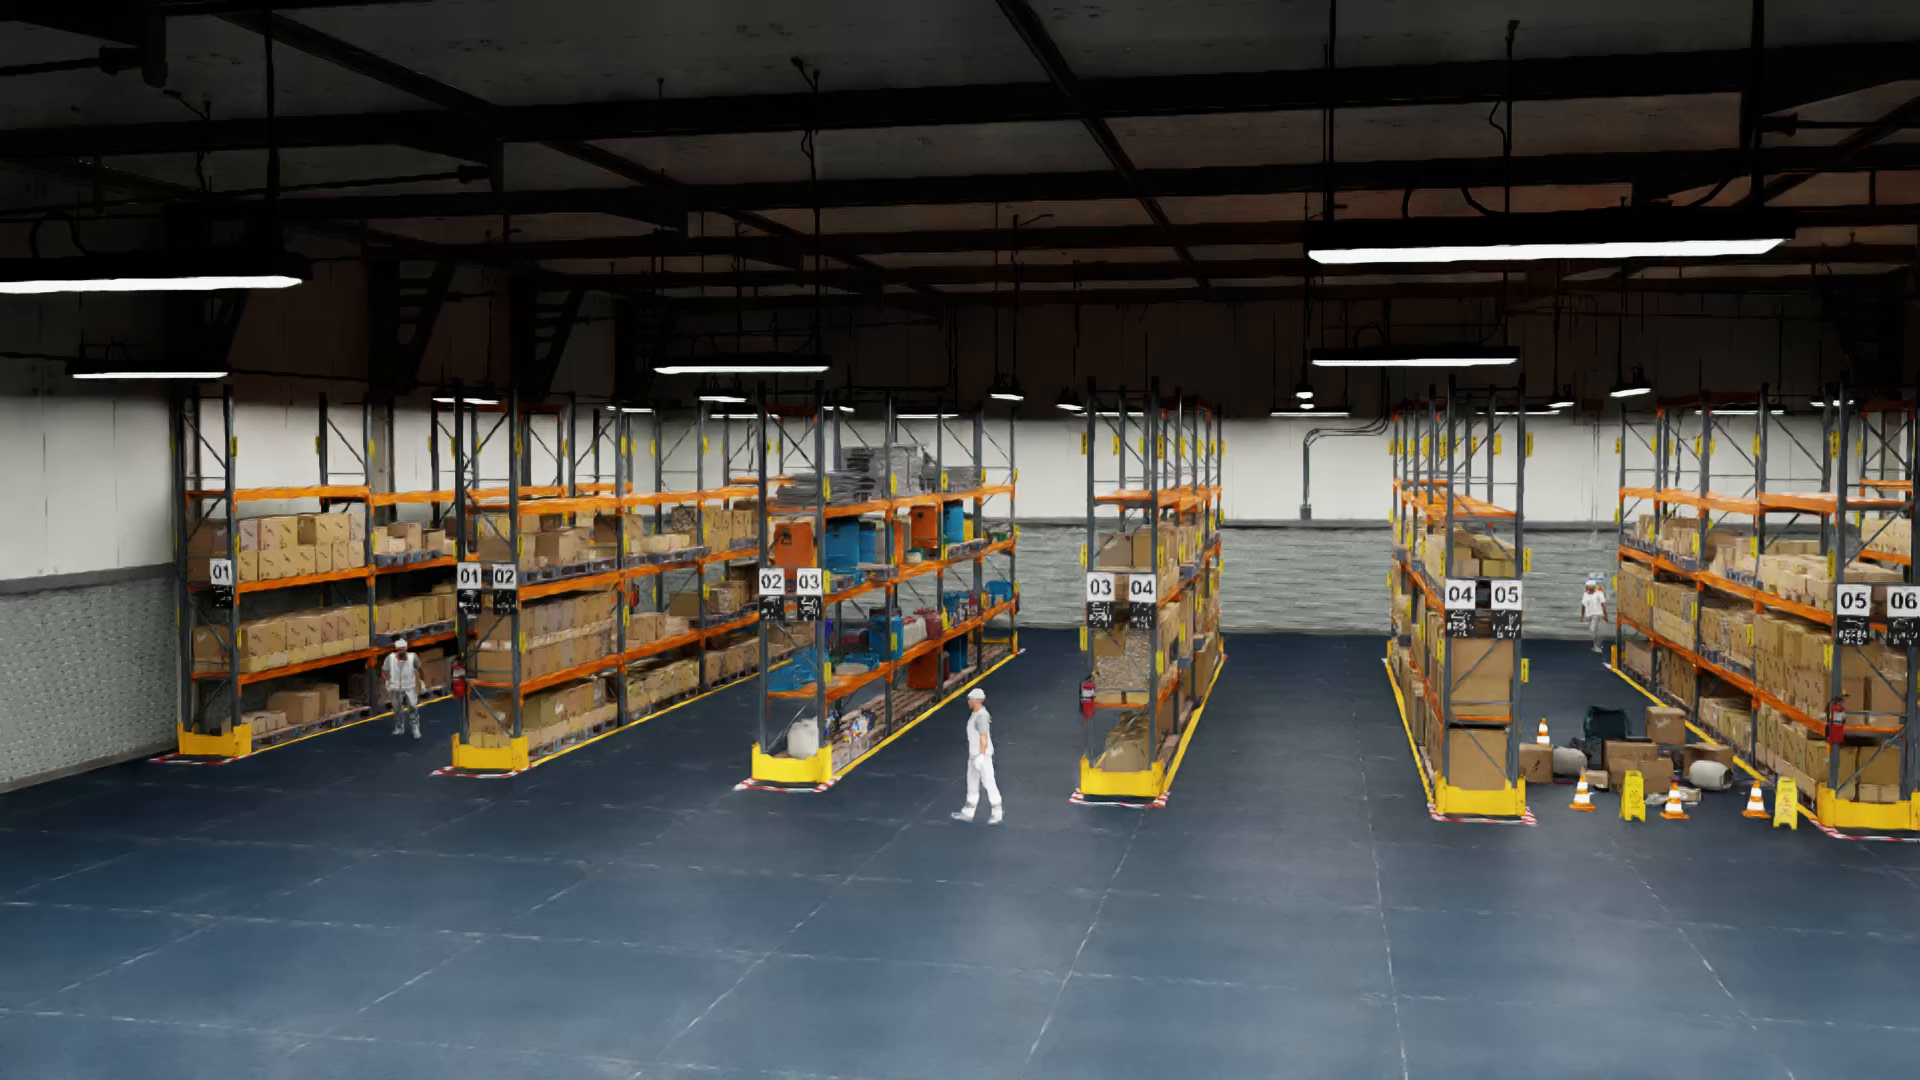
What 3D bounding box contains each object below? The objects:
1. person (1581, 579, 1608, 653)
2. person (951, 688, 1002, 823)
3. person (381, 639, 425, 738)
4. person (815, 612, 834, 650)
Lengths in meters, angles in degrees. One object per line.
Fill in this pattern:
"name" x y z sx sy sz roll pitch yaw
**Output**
"person" 15.514 1.846 40.653 0.498 1.766 0.658 -1 4 -25
"person" 0.223 2.870 22.220 0.630 1.789 0.669 -1 3 -11
"person" -9.555 2.535 28.573 0.704 1.716 0.810 0 3 -6
"person" -2.895 2.216 35.520 0.461 1.583 0.989 1 3 11
